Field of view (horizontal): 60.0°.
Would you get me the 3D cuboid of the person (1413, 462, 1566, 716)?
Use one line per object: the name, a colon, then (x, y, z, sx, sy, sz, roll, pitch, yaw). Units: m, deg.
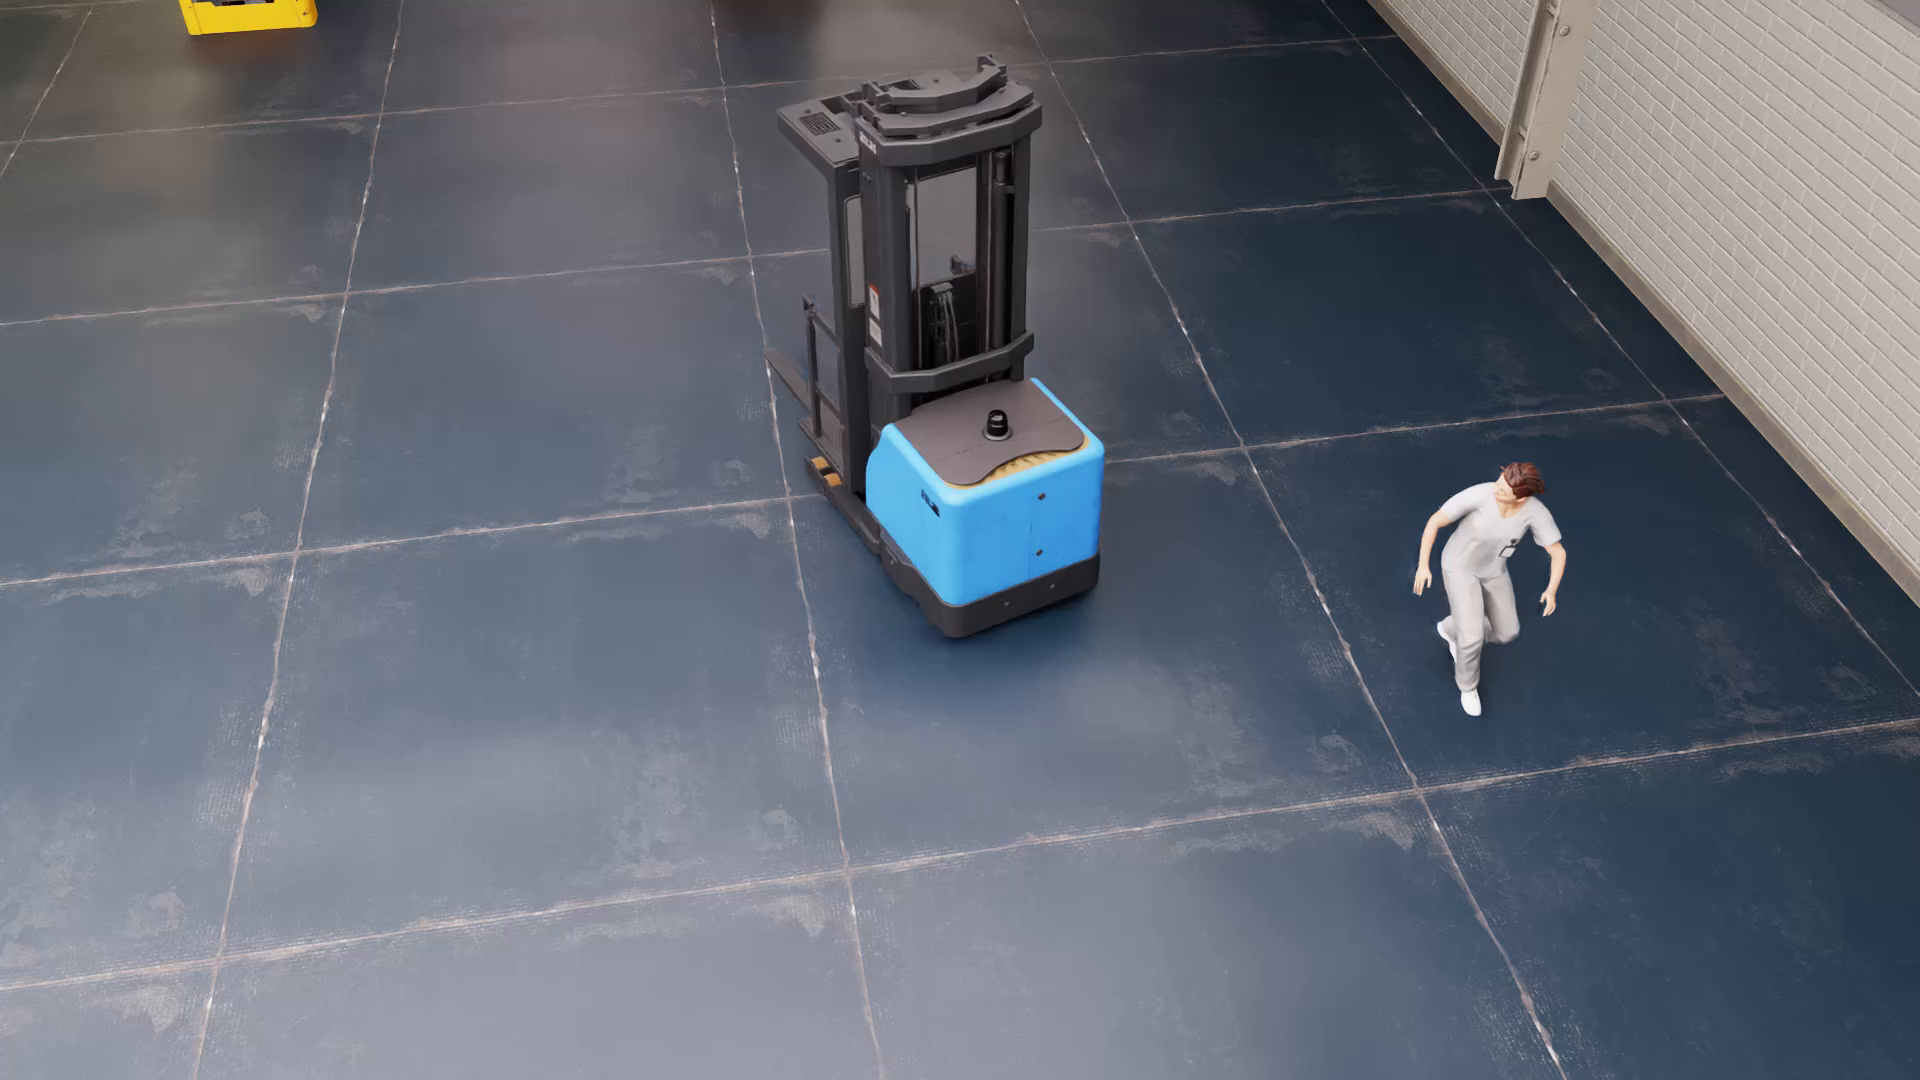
person: (2.742, 0.238, 8.746, 0.753, 1.551, 0.764, -4, 41, -4)

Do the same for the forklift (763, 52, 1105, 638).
forklift: (-0.332, -1.504, 9.726, 1.130, 2.935, 3.031, -20, 44, -22)
